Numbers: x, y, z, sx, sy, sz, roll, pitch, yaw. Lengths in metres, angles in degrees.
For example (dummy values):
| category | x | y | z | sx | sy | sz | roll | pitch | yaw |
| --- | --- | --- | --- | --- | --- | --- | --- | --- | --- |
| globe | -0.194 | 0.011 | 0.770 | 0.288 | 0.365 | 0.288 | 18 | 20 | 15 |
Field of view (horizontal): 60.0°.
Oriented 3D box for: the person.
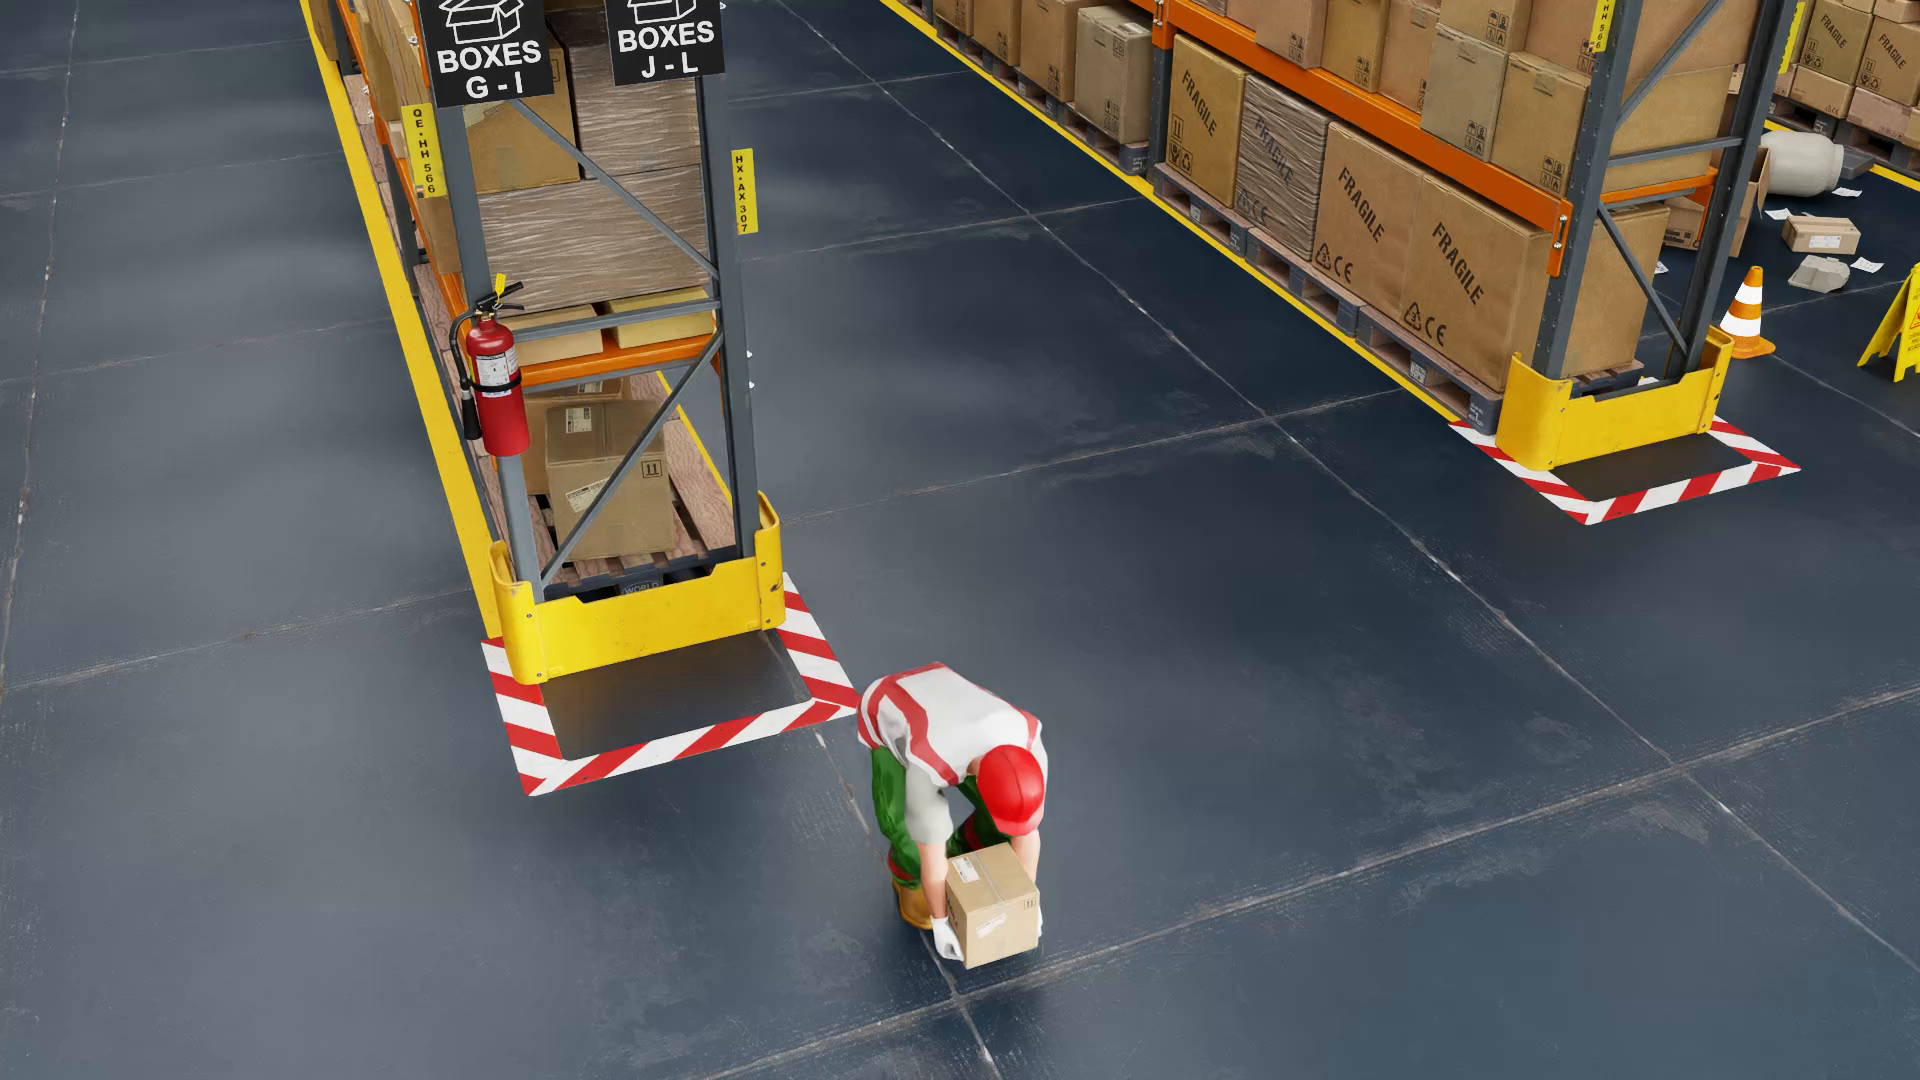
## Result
| category | x | y | z | sx | sy | sz | roll | pitch | yaw |
| --- | --- | --- | --- | --- | --- | --- | --- | --- | --- |
| person | -0.006 | 0.880 | 5.505 | 0.528 | 0.990 | 0.933 | -14 | 36 | -20 |
